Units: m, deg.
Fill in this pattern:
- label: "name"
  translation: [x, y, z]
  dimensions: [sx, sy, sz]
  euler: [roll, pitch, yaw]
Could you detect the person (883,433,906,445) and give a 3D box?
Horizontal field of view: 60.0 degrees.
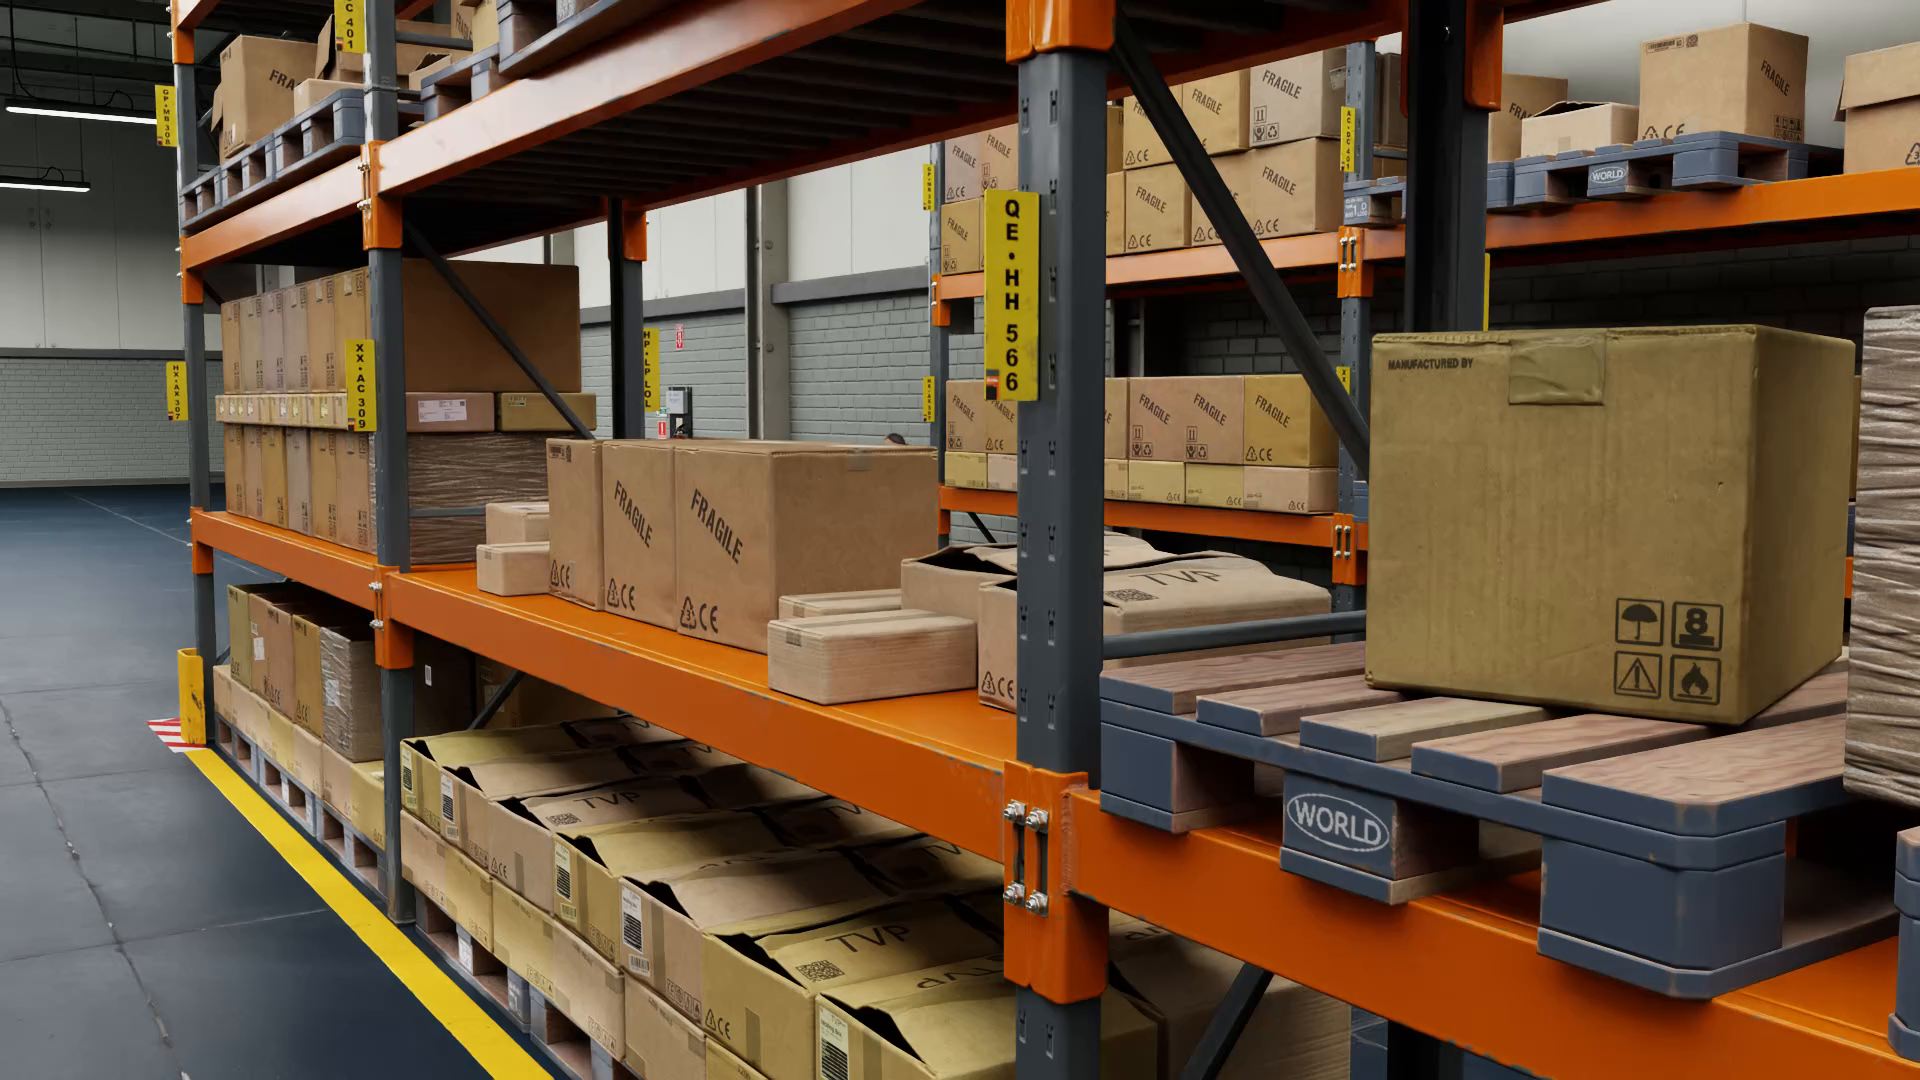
- label: "person"
  translation: [-0.459, -0.026, 13.269]
  dimensions: [0.514, 1.630, 0.503]
  euler: [-4, 6, -42]
